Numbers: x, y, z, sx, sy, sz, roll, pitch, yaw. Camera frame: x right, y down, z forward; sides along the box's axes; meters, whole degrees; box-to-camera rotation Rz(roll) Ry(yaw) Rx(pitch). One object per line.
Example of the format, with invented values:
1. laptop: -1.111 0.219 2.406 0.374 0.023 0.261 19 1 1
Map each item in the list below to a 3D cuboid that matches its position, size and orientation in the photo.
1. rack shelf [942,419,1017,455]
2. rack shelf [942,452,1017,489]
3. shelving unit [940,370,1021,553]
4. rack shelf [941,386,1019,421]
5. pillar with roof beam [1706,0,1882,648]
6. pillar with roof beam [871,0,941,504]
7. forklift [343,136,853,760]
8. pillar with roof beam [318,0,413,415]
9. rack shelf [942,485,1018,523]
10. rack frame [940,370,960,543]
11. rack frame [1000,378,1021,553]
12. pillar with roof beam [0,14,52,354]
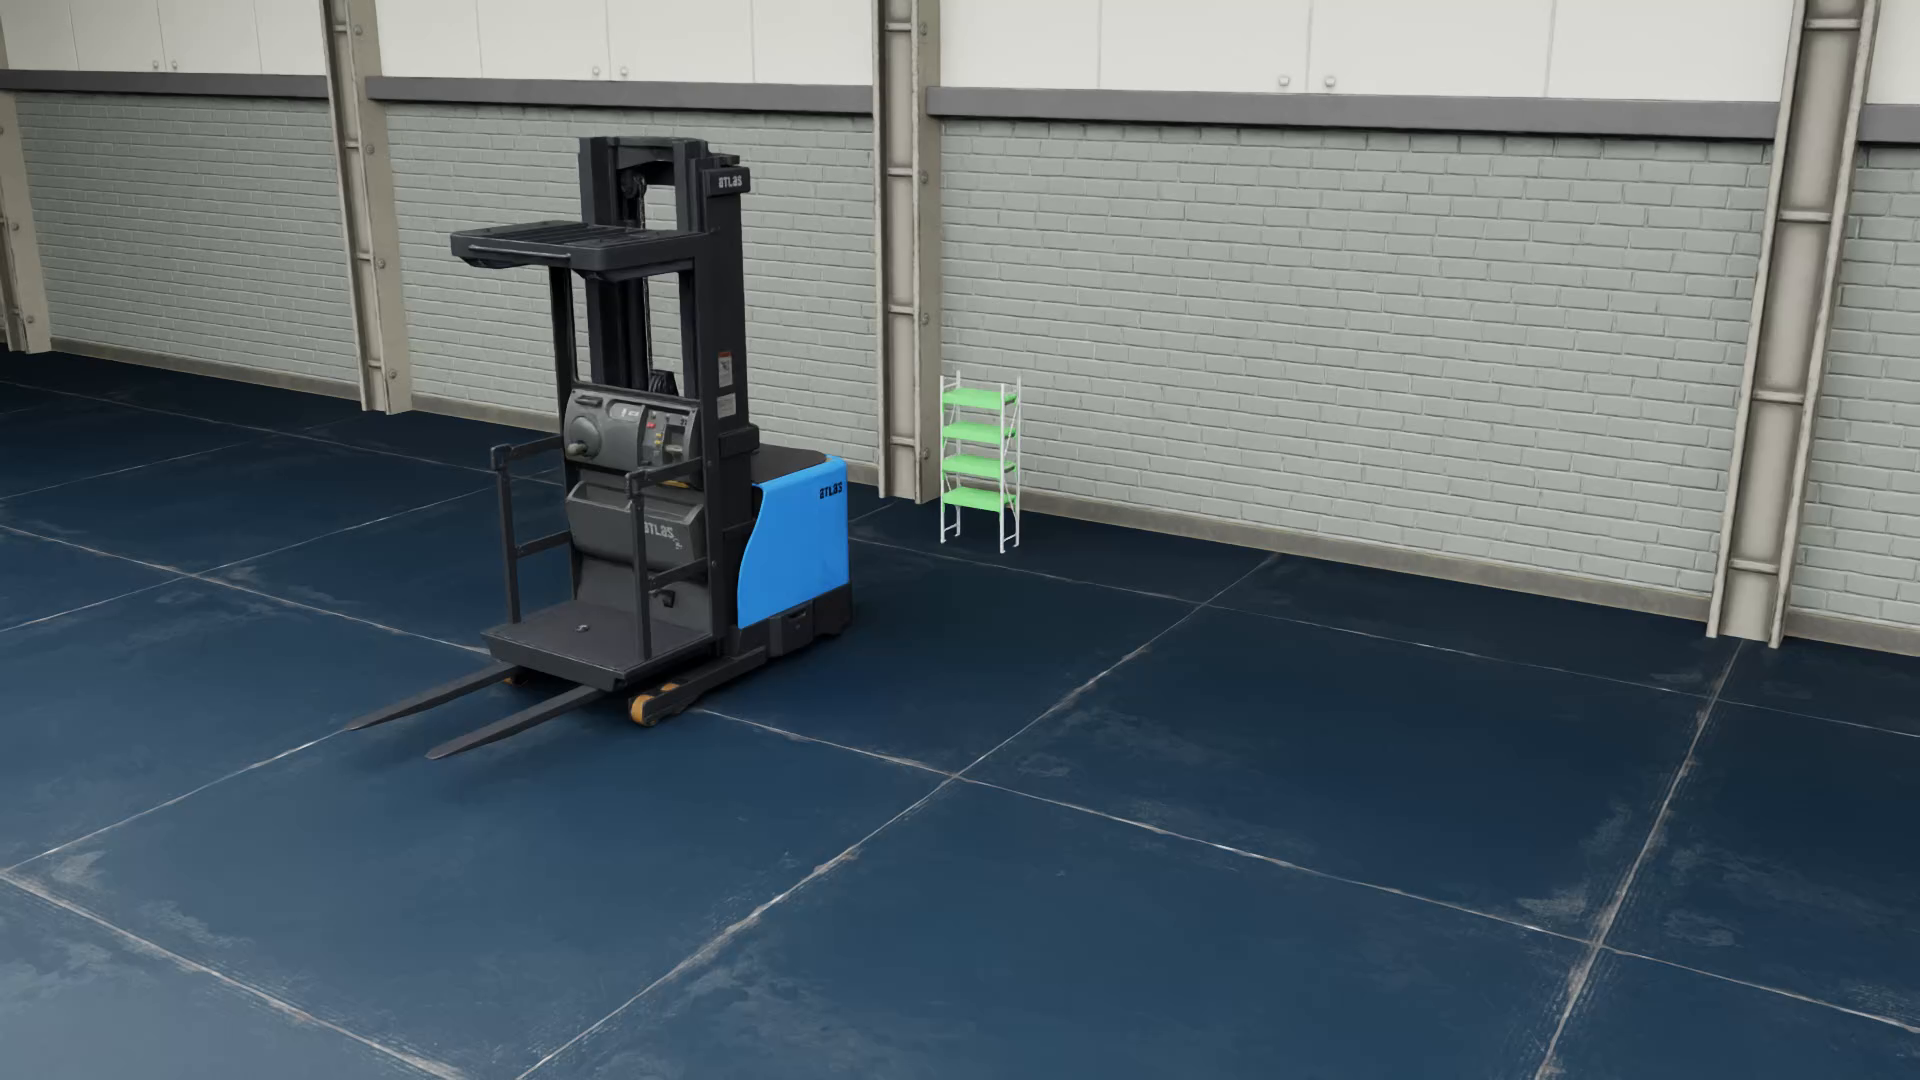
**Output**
1. rack shelf: 0.141 -0.717 11.573 0.480 0.148 0.258 10 20 30
2. rack shelf: 0.141 -0.488 11.642 0.480 0.148 0.258 10 20 30
3. shelving unit: 0.141 -0.549 11.624 0.503 1.200 0.258 10 20 30
4. rack shelf: 0.141 -0.947 11.503 0.480 0.148 0.258 10 20 30
5. pillar with roof beam: 2.470 -2.669 5.184 0.400 9.000 9.100 10 20 30
6. pillar with roof beam: -2.642 -3.581 8.189 0.400 9.000 9.100 10 20 30
7. forklift: -1.890 -0.586 8.768 1.130 2.935 3.031 11 20 32
8. pillar with roof beam: -7.755 -4.494 11.193 0.400 9.000 9.100 10 20 30
9. rack shelf: 0.141 -0.258 11.712 0.480 0.148 0.258 10 20 30
10. rack frame: -0.067 -0.586 11.746 0.015 1.200 0.240 10 20 30
11. rack frame: 0.349 -0.512 11.502 0.015 1.200 0.240 10 20 30
12. pillar with roof beam: -12.868 -5.407 14.198 0.400 9.000 9.100 10 20 30
